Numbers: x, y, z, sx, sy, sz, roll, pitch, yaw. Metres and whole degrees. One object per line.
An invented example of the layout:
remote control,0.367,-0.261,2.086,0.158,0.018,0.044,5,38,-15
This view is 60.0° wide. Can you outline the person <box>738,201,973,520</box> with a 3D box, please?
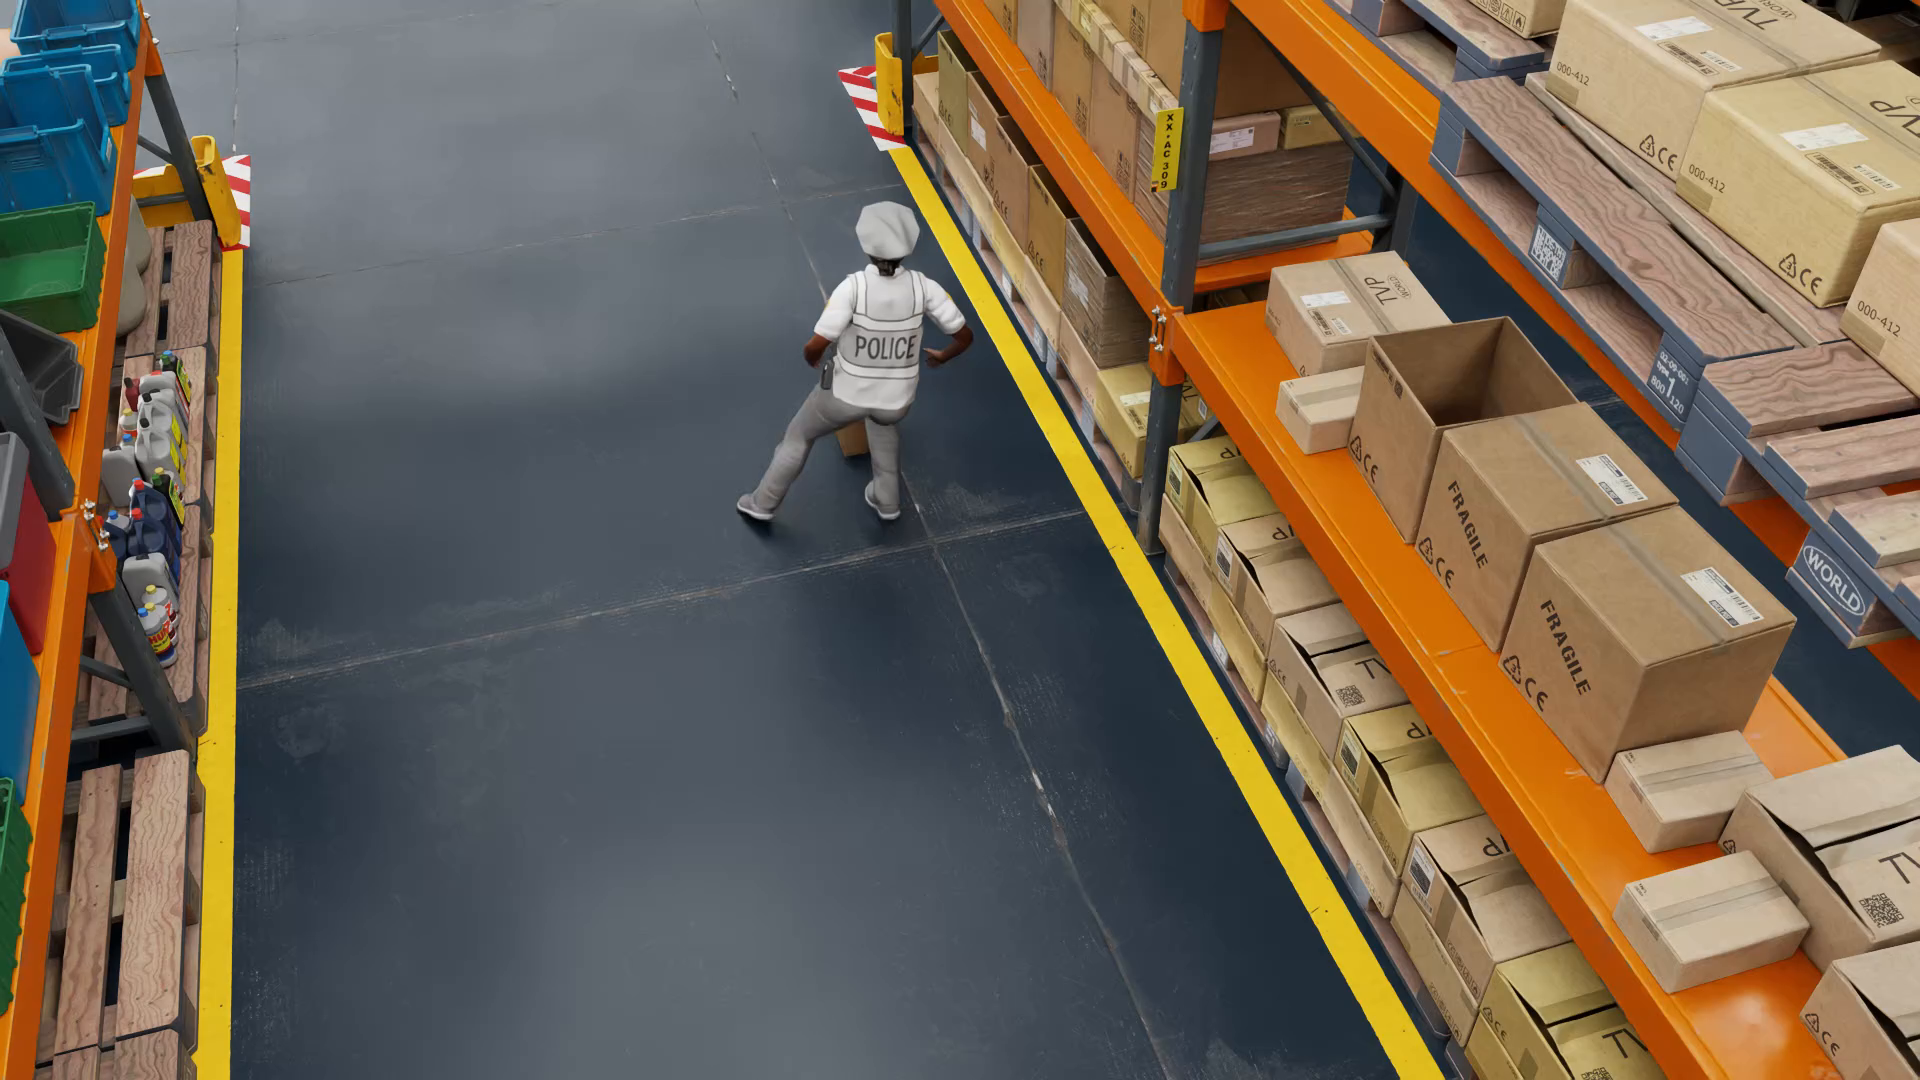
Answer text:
person,-0.480,-0.689,6.978,0.986,1.606,0.529,-12,44,-13
